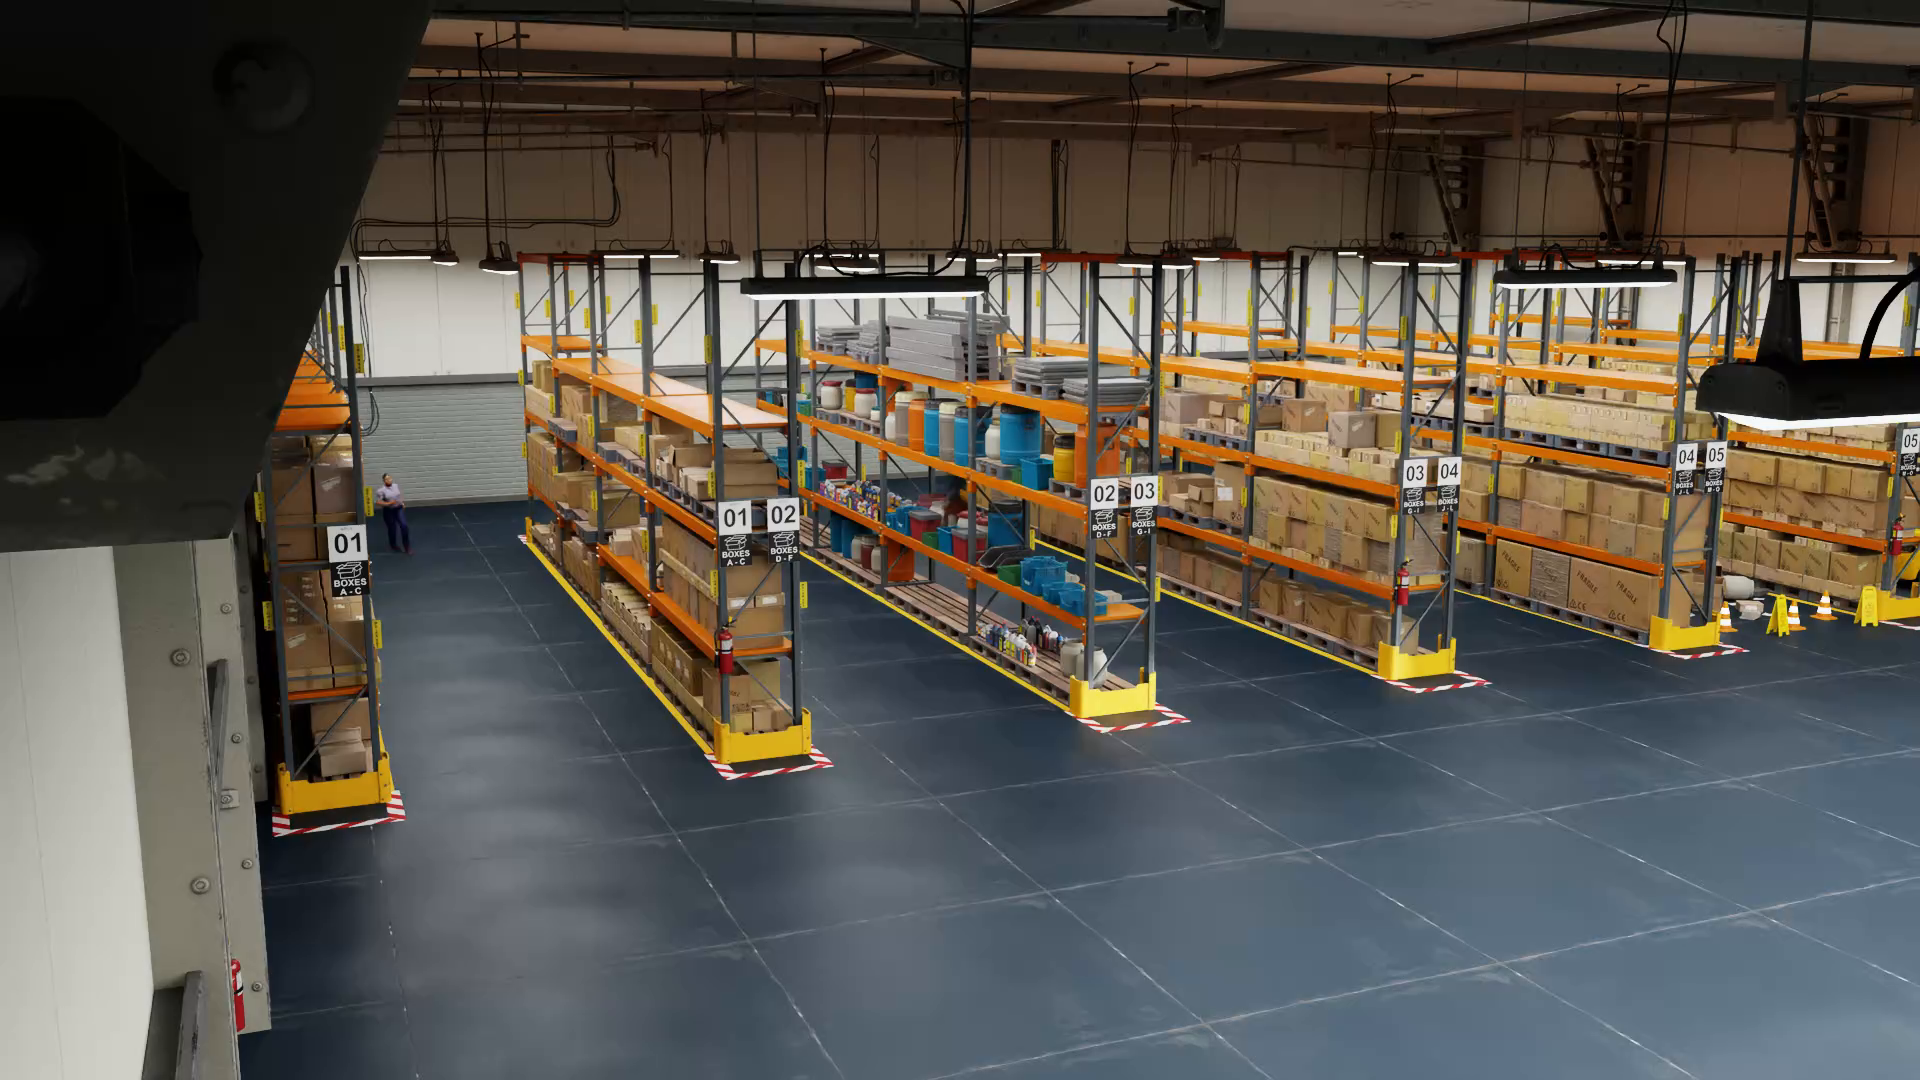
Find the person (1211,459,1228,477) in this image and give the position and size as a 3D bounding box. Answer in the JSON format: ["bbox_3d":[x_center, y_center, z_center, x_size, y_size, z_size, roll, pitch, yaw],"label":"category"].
[{"bbox_3d":[5.547,-0.914,35.466,0.669,1.680,0.622,-7,13,-35],"label":"person"}]

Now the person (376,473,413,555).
[{"bbox_3d":[-11.418,-0.517,33.380,0.600,1.679,0.707,-8,13,-36],"label":"person"}]
